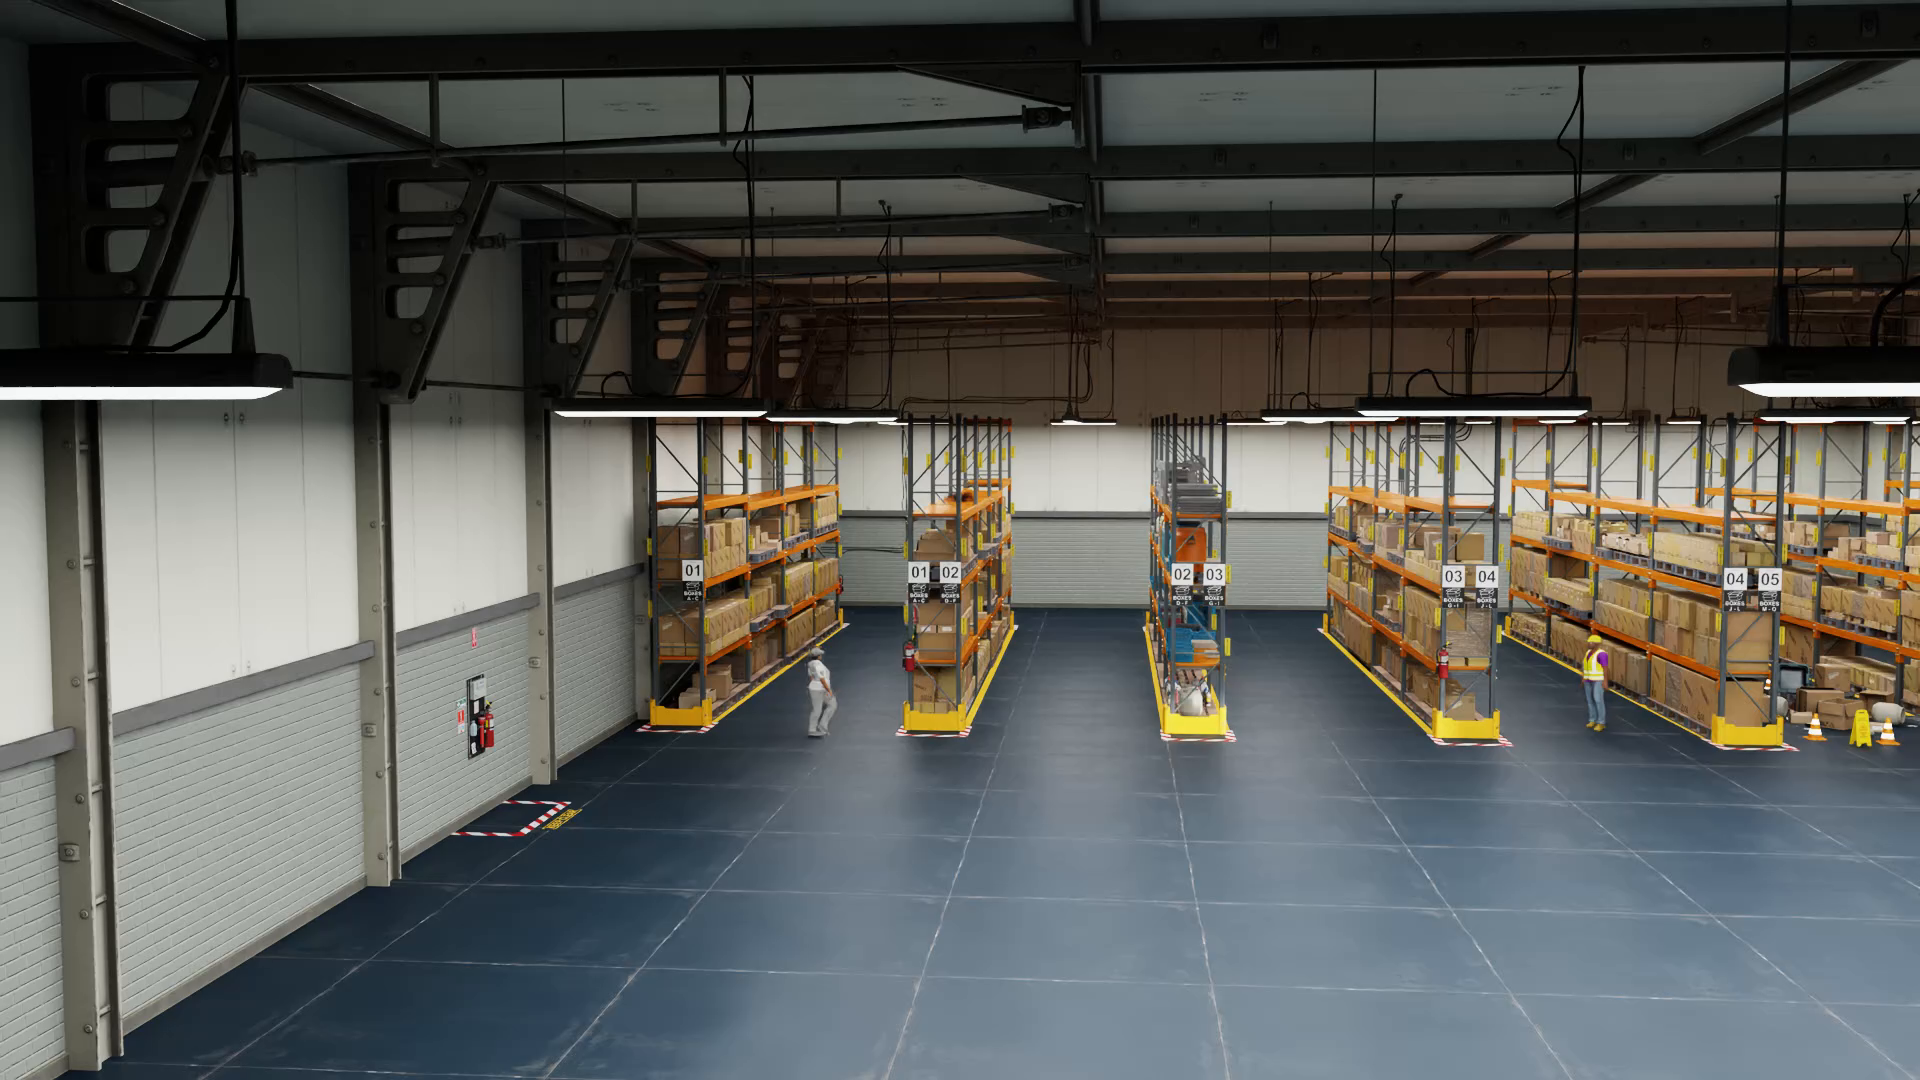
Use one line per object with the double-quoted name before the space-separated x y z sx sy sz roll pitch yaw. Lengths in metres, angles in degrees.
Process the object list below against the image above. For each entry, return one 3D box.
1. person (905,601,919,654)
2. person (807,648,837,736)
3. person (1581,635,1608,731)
"person" -1.154 2.088 40.632 0.384 1.790 0.611 1 4 11
"person" -2.575 2.827 30.823 0.536 1.683 0.506 1 4 15
"person" 12.078 2.703 31.701 0.474 1.774 0.665 -2 4 -23
